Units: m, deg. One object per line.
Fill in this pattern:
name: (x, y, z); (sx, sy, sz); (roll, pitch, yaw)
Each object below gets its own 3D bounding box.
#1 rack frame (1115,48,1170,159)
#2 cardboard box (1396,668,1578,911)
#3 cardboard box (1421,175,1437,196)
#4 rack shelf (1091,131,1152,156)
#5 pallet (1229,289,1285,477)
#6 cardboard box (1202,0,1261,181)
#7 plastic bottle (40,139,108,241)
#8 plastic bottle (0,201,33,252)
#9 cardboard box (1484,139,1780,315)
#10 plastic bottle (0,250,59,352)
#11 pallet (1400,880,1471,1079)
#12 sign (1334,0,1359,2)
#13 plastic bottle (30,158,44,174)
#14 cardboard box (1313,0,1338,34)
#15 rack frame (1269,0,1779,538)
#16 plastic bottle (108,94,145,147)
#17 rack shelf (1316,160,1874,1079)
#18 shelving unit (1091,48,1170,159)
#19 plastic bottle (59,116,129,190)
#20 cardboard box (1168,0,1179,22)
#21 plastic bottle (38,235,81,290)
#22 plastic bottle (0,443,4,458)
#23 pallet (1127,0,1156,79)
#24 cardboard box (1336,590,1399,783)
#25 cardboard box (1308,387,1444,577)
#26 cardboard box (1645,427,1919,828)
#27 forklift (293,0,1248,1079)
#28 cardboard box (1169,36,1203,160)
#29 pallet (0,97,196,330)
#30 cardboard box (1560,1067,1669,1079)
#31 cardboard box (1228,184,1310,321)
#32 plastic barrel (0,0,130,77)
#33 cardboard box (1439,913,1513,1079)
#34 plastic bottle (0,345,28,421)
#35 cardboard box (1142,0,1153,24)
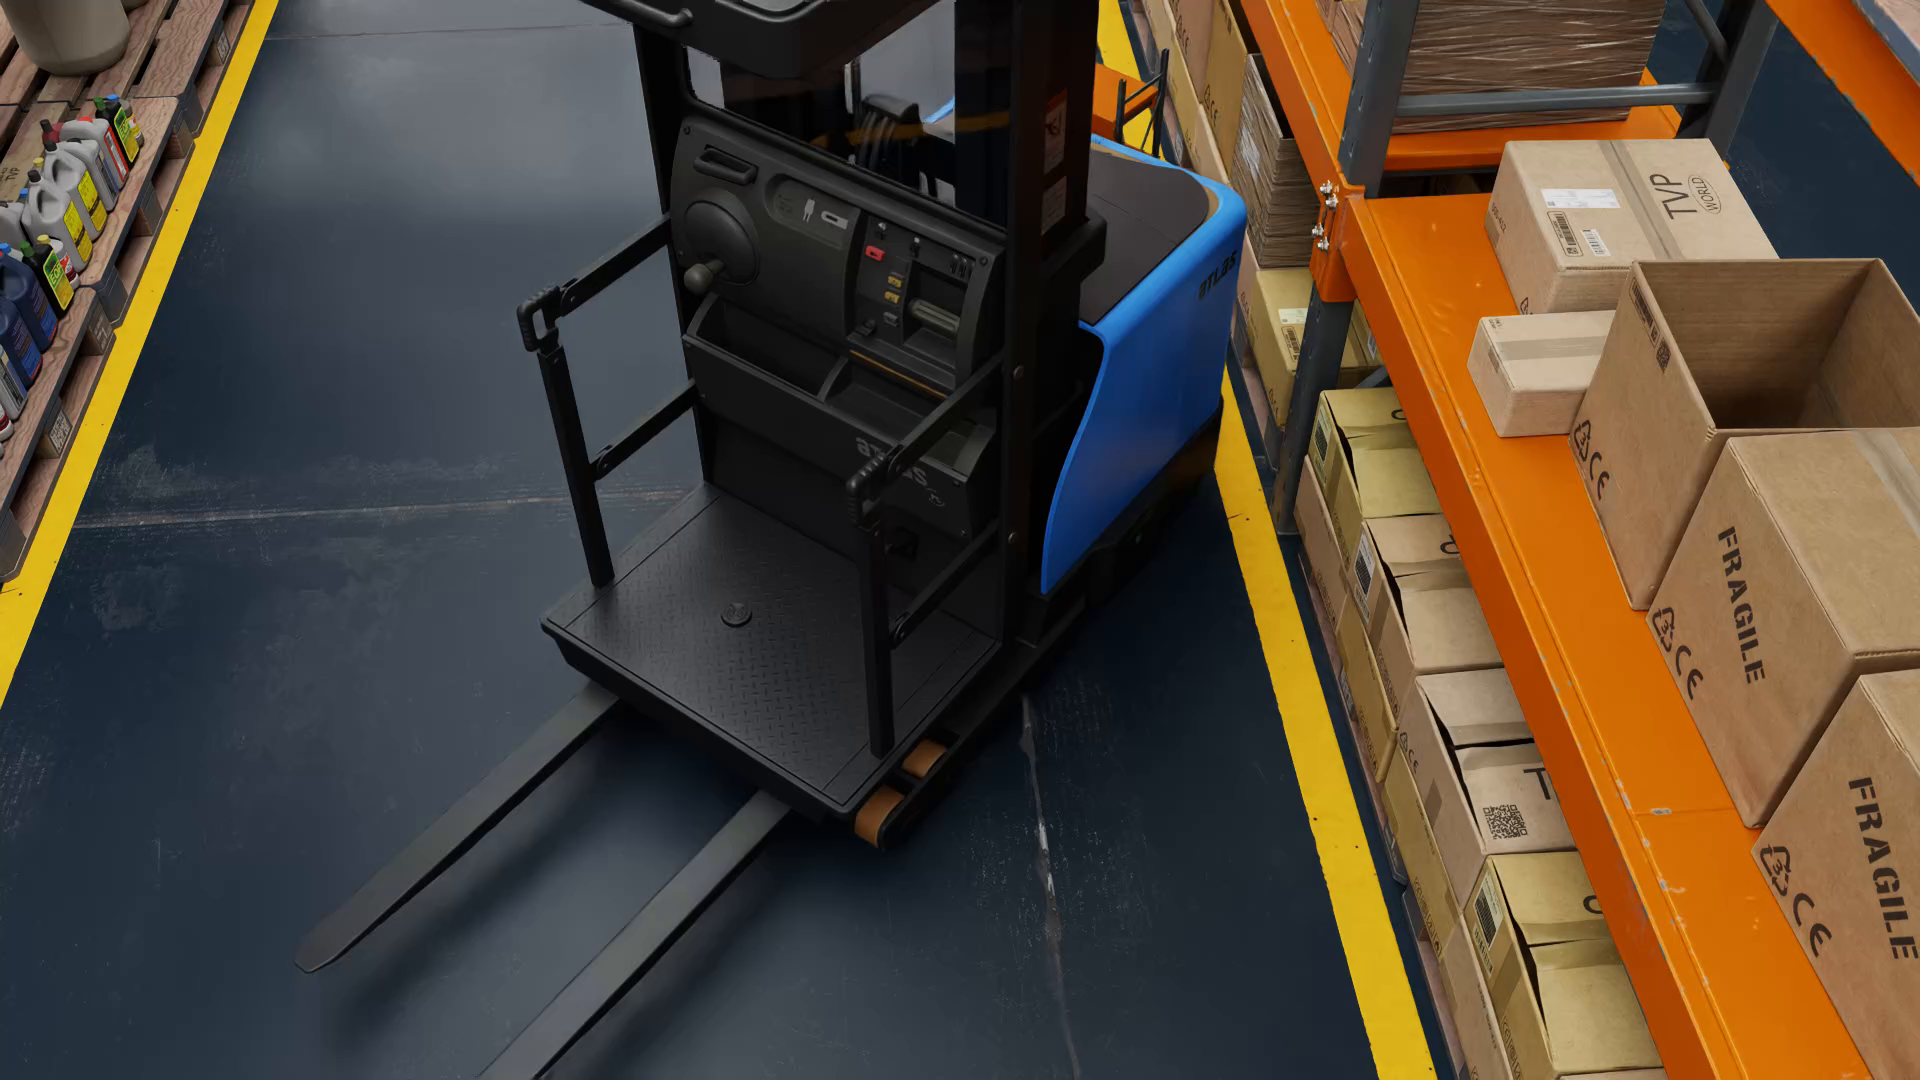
rack frame: (0.547, -0.997, 5.368); (0.015, 1.200, 0.240); (31, 54, 26)
cardboard box: (1.363, 0.545, 3.886); (0.500, 0.311, 0.500); (-5, 47, -5)
cardboard box: (1.719, -1.287, 5.491); (0.500, 0.500, 0.500); (-3, 47, -3)
rack shelf: (0.360, -1.218, 5.362); (0.480, 0.148, 0.258); (31, 54, 26)
pallet: (1.470, -0.733, 5.799); (1.003, 0.211, 1.213); (-3, 47, -3)
cardboard box: (1.163, -1.617, 5.804); (0.500, 0.500, 0.500); (-3, 47, -3)
plastic bottle: (-3.162, -1.244, 5.884); (0.144, 0.351, 0.185); (-2, 47, -2)
plastic bottle: (-3.292, -1.057, 5.758); (0.152, 0.276, 0.135); (-3, 47, -3)
cardboard box: (1.580, -0.709, 3.959); (0.500, 0.250, 0.500); (-1, 47, -1)
plastic bottle: (-3.111, -0.802, 5.465); (0.144, 0.351, 0.185); (-5, 47, -5)
pallet: (1.701, 1.260, 3.911); (1.003, 0.211, 1.213); (-3, 47, -3)
sign: (0.942, -1.404, 3.863); (0.100, 0.325, 0.005); (-3, 47, -3)
plastic bottle: (-3.303, -1.291, 6.031); (0.097, 0.201, 0.097); (0, 47, 0)
cardboard box: (1.401, -1.850, 4.868); (0.700, 0.500, 0.500); (-4, 47, -4)
rack frame: (1.495, -1.114, 4.239); (1.000, 3.000, 0.127); (-3, 47, -3)
plastic bottle: (-3.185, -1.597, 6.321); (0.097, 0.201, 0.097); (0, 47, 0)
rack shelf: (1.663, 0.580, 3.130); (1.077, 0.370, 4.000); (-3, 47, -3)
shelving unit: (0.360, -1.110, 5.475); (0.503, 1.200, 0.258); (31, 54, 26)
plastic bottle: (-3.192, -1.438, 6.119); (0.152, 0.276, 0.135); (-3, 47, -3)
cardboard box: (1.082, -2.341, 6.489); (0.500, 0.500, 0.500); (-3, 47, -3)
plastic bottle: (-3.111, -0.957, 5.715); (0.097, 0.201, 0.097); (0, 47, 0)
plastic bottle: (-3.040, -0.336, 5.126); (0.097, 0.201, 0.097); (0, 47, 0)
pallet: (1.266, -2.499, 7.471); (1.003, 0.211, 1.213); (-3, 47, -3)
cardboard box: (1.323, 0.364, 4.444); (0.500, 0.250, 0.500); (-2, 47, -2)
cardboard box: (1.281, -0.192, 4.584); (0.500, 0.311, 0.500); (-3, 47, -3)
cardboard box: (1.629, 0.152, 2.972); (0.500, 0.500, 0.500); (-3, 47, -3)
forklift: (-0.441, -0.591, 3.791); (1.130, 2.935, 3.031); (28, 53, 24)
cardboard box: (1.107, -1.720, 6.418); (0.500, 0.250, 0.500); (-3, 47, -3)
pallet: (-3.561, -1.230, 6.270); (1.003, 0.211, 1.213); (-3, 47, -3)
cardboard box: (1.451, 1.283, 3.187); (0.500, 0.311, 0.500); (-4, 47, -4)
cardboard box: (1.206, -0.998, 5.734); (0.500, 0.250, 0.500); (-3, 47, -3)
plastic barrel: (-3.603, -2.165, 6.658); (0.421, 0.512, 0.421); (0, 47, 0)
cardboard box: (1.411, 1.106, 3.741); (0.500, 0.250, 0.500); (-3, 47, -3)
plastic bottle: (-3.085, -0.520, 5.249); (0.152, 0.276, 0.135); (-2, 47, -2)
cardboard box: (1.029, -2.444, 7.103); (0.500, 0.250, 0.500); (-3, 47, -3)
